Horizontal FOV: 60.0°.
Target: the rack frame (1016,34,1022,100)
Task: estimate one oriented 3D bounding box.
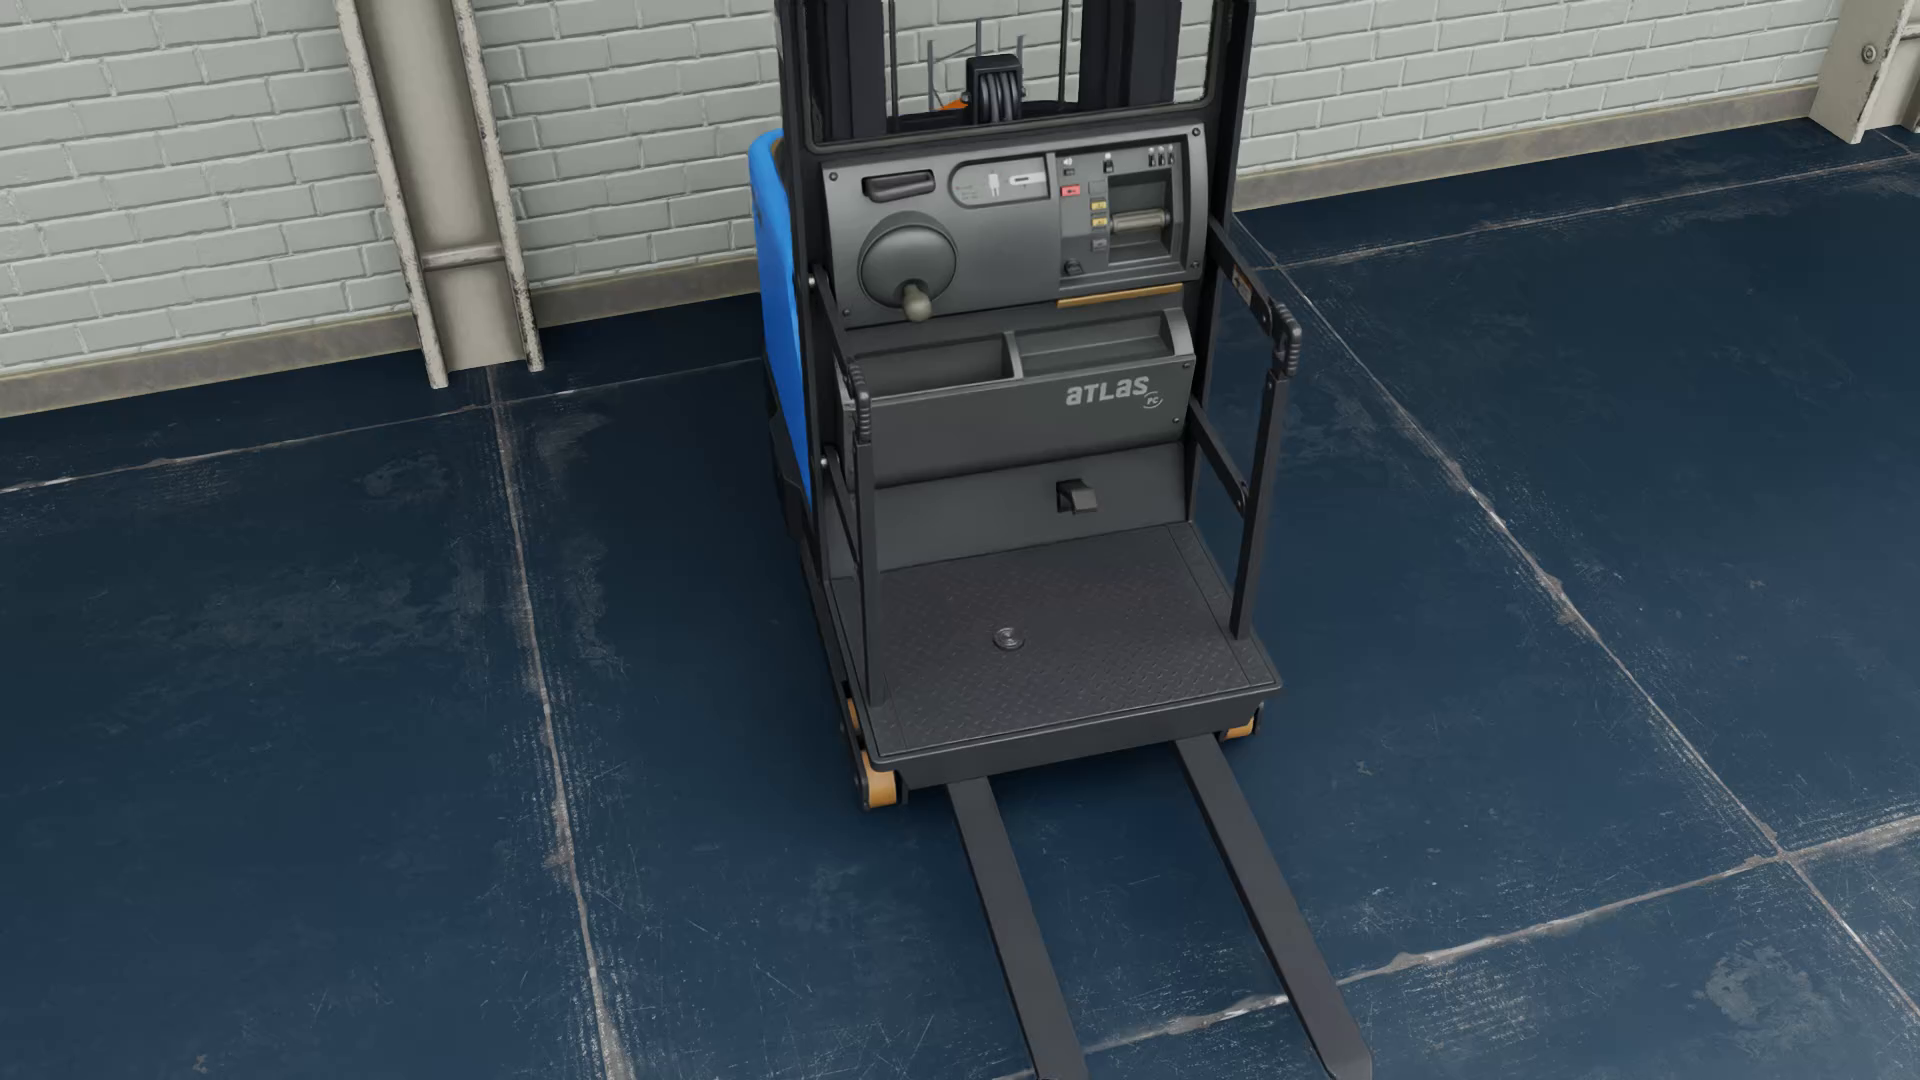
[{"bbox_3d":[0.111,-1.089,5.585,0.006,1.200,0.240,33,51,32],"label":"rack frame"}]

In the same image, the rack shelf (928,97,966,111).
[{"bbox_3d":[0.046,-1.369,5.426,0.180,0.103,0.258,33,51,32],"label":"rack shelf"}]

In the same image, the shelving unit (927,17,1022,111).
[{"bbox_3d":[0.046,-1.132,5.634,0.189,1.200,0.258,33,51,32],"label":"shelving unit"}]

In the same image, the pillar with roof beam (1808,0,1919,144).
[{"bbox_3d":[5.299,-2.540,1.318,0.400,9.000,9.100,-12,42,-13],"label":"pillar with roof beam"}]

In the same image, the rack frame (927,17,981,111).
[{"bbox_3d":[-0.019,-1.174,5.682,0.006,1.200,0.240,33,51,32],"label":"rack frame"}]

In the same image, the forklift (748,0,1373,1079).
[{"bbox_3d":[0.196,-0.675,3.795,1.130,2.935,3.031,-9,42,-11],"label":"forklift"}]
